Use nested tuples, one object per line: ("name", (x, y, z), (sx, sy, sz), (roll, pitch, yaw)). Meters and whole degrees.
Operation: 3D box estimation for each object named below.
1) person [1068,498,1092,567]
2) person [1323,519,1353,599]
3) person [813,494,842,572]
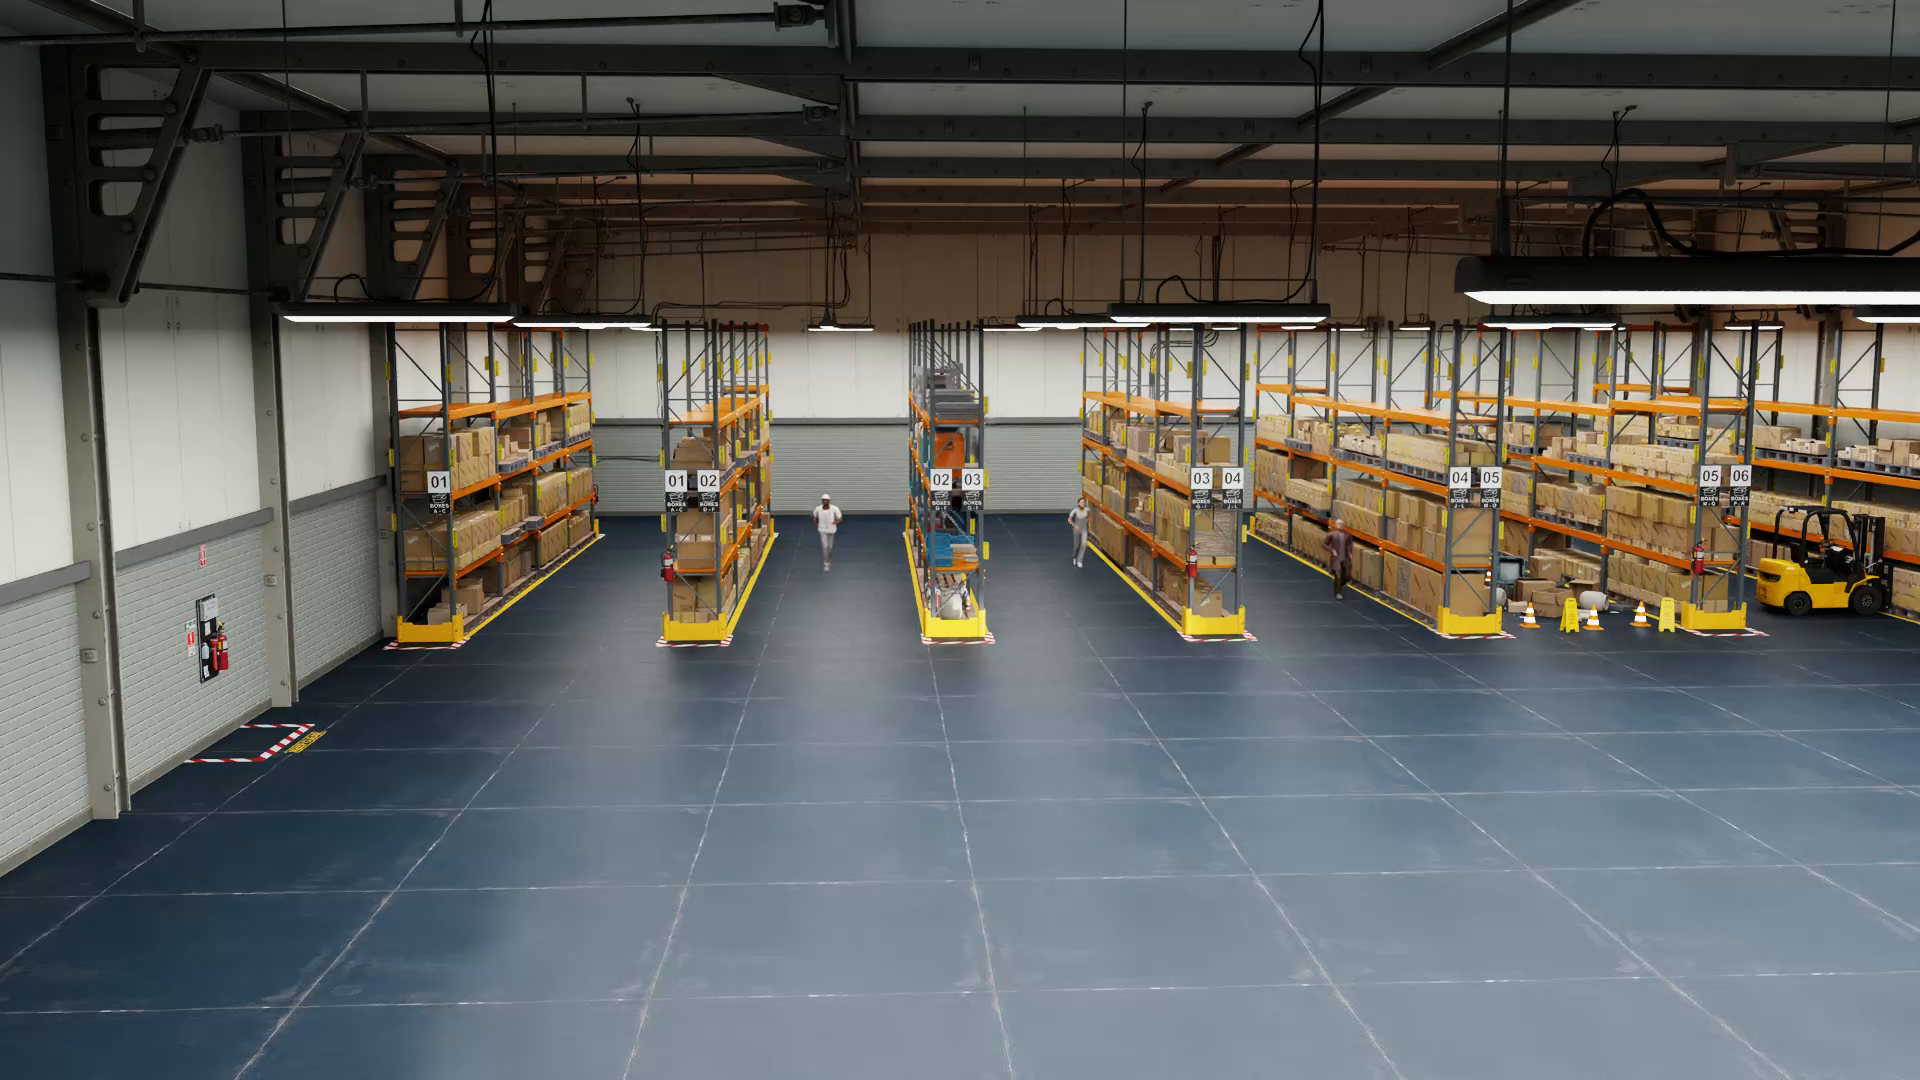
("person", (2.852, -0.200, 39.392), (0.589, 1.627, 0.823), (-1, 7, -10))
("person", (8.219, 0.419, 36.005), (0.705, 1.727, 0.661), (-1, 7, -8))
("person", (-3.074, -0.176, 38.675), (0.685, 1.792, 0.862), (-1, 7, -6))
